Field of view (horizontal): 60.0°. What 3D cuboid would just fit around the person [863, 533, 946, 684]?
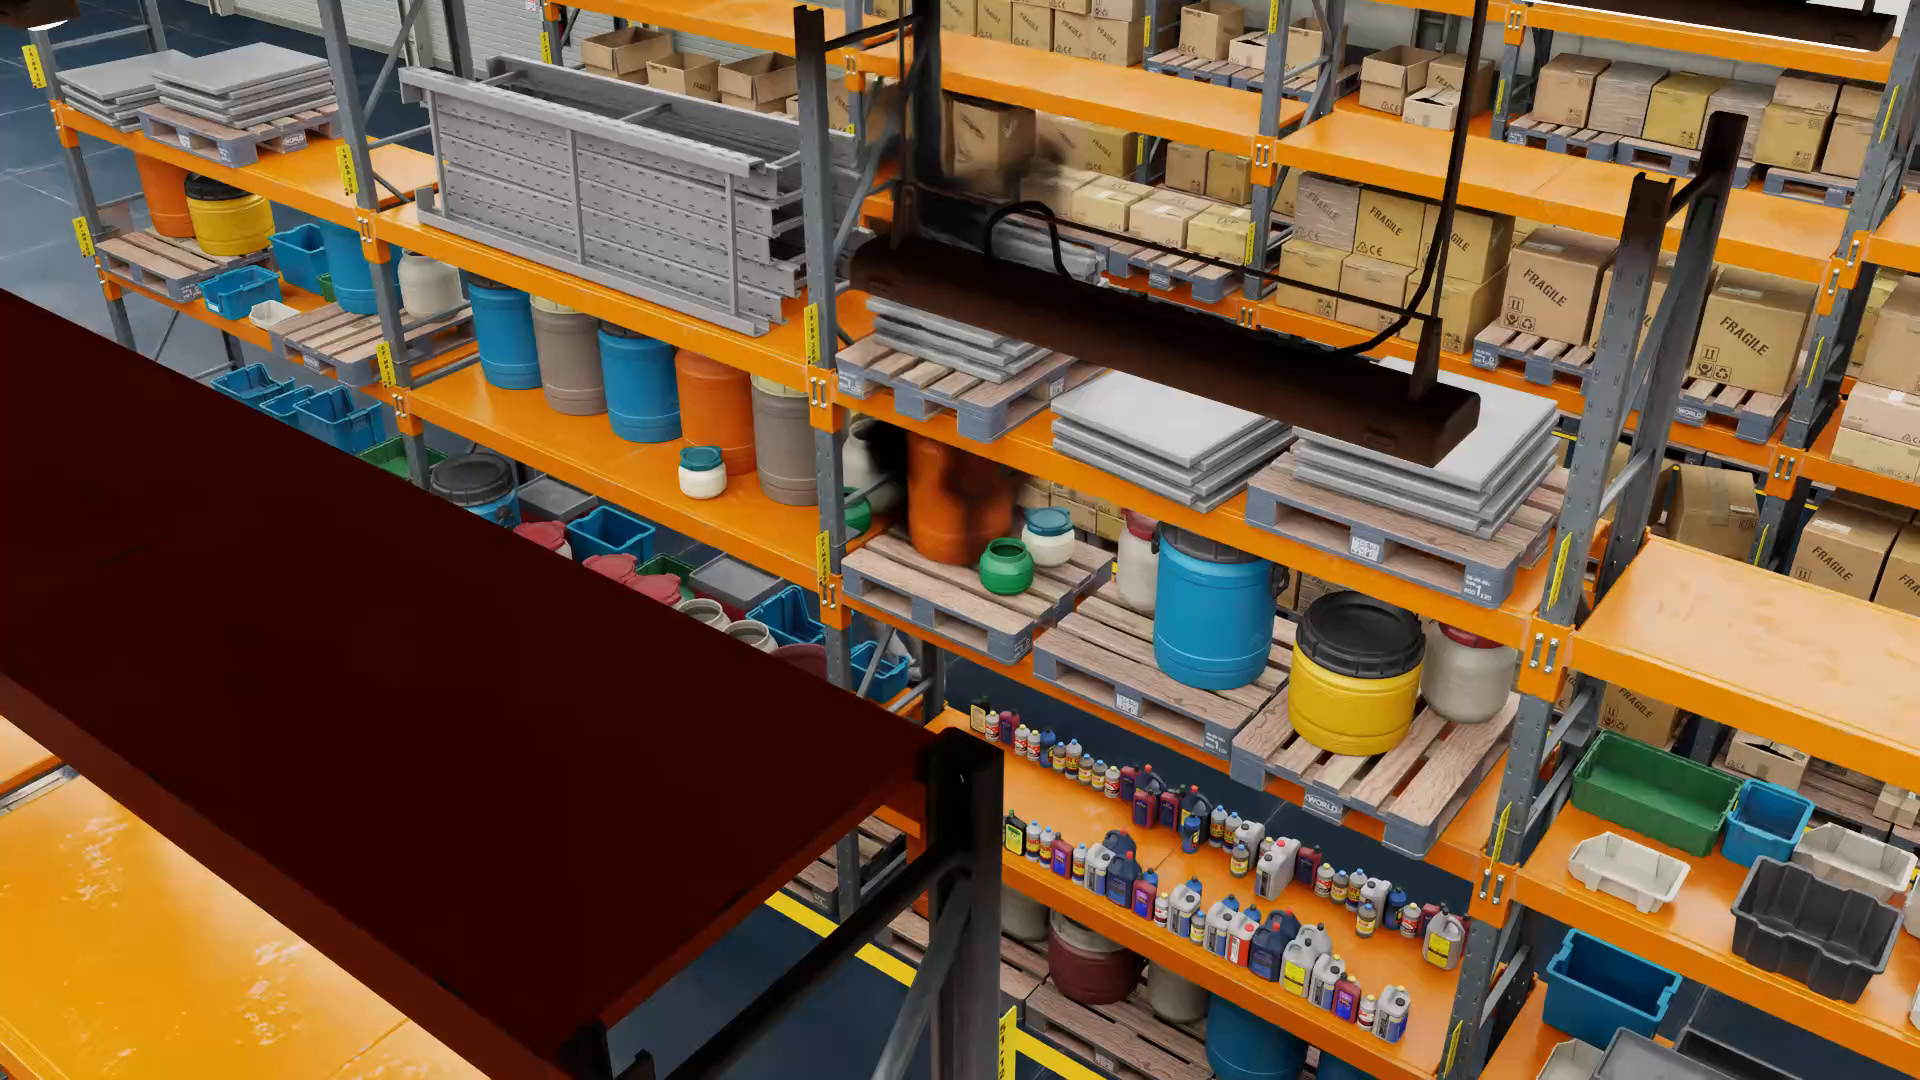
[{"bbox_3d":[-0.454,0.359,13.015,0.775,1.796,0.681,20,37,29],"label":"person"}]
